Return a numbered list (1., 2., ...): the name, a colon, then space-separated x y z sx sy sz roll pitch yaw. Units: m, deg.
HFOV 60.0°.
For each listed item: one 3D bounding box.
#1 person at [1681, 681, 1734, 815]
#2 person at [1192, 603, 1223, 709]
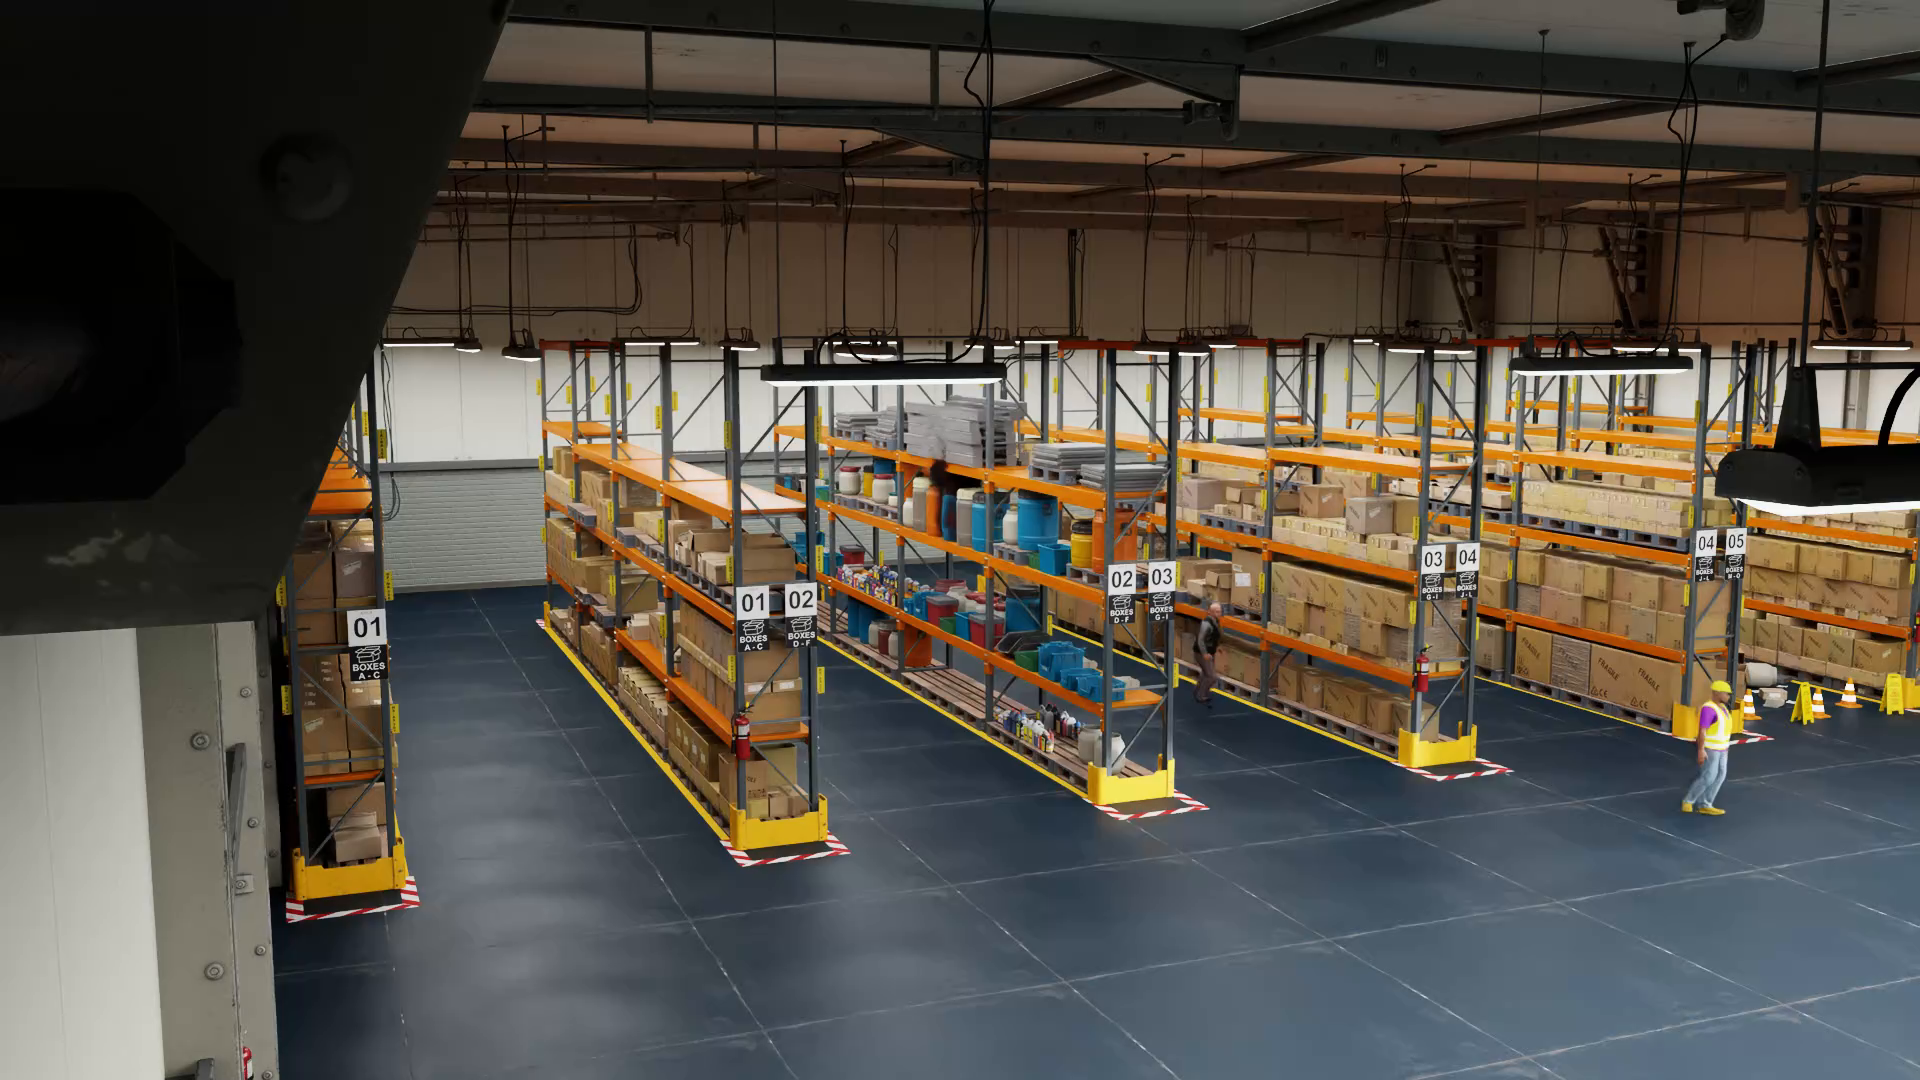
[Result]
1. person: 9.646 2.684 21.462 0.489 1.741 0.675 7 10 44
2. person: 3.906 1.909 26.450 0.566 1.545 0.659 4 8 27
